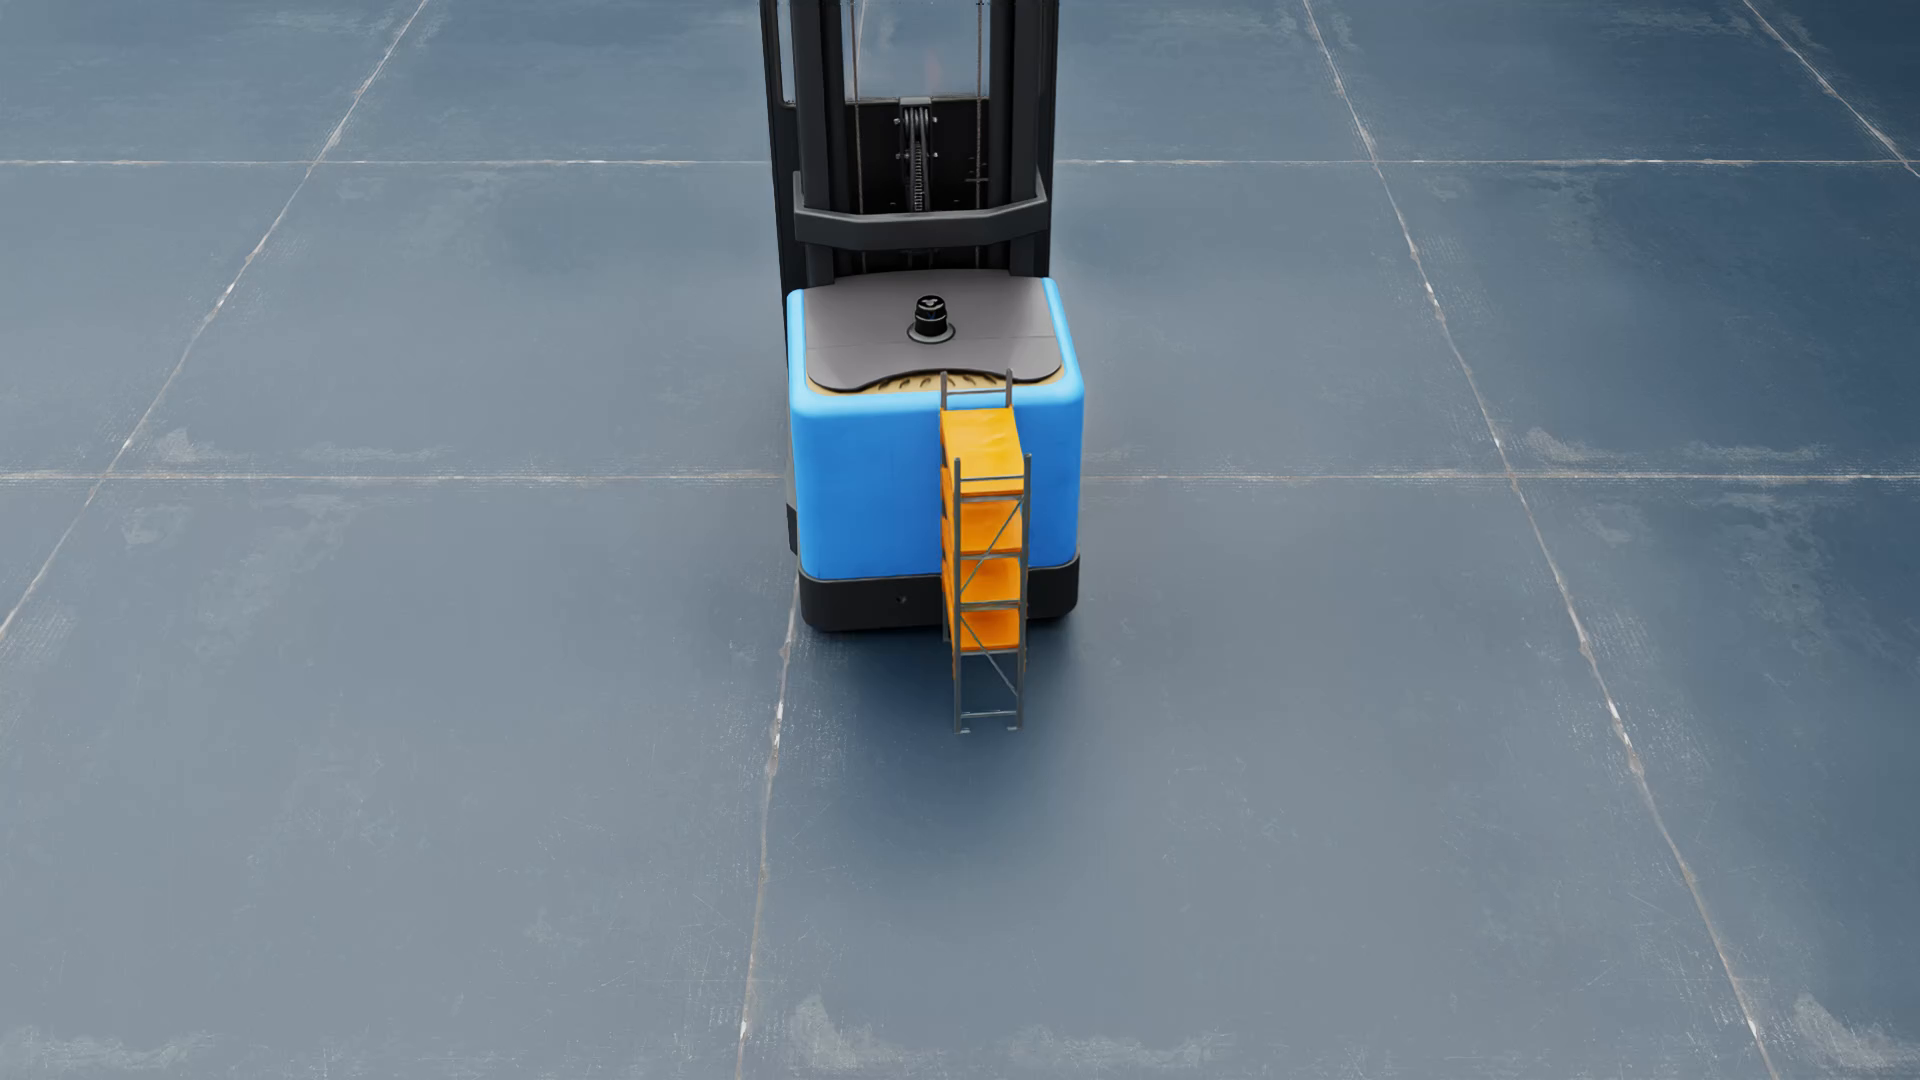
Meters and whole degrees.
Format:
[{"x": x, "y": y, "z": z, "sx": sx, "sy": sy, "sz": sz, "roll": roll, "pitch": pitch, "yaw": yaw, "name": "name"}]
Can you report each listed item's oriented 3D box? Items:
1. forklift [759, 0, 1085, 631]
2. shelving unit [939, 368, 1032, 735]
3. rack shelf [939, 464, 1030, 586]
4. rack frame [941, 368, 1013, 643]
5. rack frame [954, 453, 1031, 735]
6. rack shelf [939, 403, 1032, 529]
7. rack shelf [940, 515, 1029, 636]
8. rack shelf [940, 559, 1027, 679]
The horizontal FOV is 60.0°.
[{"x": -0.207, "y": -1.715, "z": 6.546, "sx": 1.130, "sy": 2.935, "sz": 3.031, "roll": -3, "pitch": 39, "yaw": -4, "name": "forklift"}, {"x": 0.078, "y": 0.058, "z": 5.718, "sx": 0.258, "sy": 1.200, "sz": 0.503, "roll": -3, "pitch": 39, "yaw": -4, "name": "shelving unit"}, {"x": 0.078, "y": -0.064, "z": 5.620, "sx": 0.258, "sy": 0.148, "sz": 0.480, "roll": -3, "pitch": 39, "yaw": -4, "name": "rack shelf"}, {"x": 0.056, "y": -0.094, "z": 5.907, "sx": 0.240, "sy": 1.200, "sz": 0.015, "roll": -3, "pitch": 39, "yaw": -4, "name": "rack frame"}, {"x": 0.101, "y": 0.210, "z": 5.528, "sx": 0.240, "sy": 1.200, "sz": 0.015, "roll": -3, "pitch": 39, "yaw": -4, "name": "rack frame"}, {"x": 0.078, "y": -0.248, "z": 5.472, "sx": 0.258, "sy": 0.148, "sz": 0.480, "roll": -3, "pitch": 39, "yaw": -4, "name": "rack shelf"}, {"x": 0.078, "y": 0.111, "z": 5.760, "sx": 0.258, "sy": 0.148, "sz": 0.480, "roll": -3, "pitch": 39, "yaw": -4, "name": "rack shelf"}, {"x": 0.078, "y": 0.266, "z": 5.884, "sx": 0.258, "sy": 0.148, "sz": 0.480, "roll": -3, "pitch": 39, "yaw": -4, "name": "rack shelf"}]
